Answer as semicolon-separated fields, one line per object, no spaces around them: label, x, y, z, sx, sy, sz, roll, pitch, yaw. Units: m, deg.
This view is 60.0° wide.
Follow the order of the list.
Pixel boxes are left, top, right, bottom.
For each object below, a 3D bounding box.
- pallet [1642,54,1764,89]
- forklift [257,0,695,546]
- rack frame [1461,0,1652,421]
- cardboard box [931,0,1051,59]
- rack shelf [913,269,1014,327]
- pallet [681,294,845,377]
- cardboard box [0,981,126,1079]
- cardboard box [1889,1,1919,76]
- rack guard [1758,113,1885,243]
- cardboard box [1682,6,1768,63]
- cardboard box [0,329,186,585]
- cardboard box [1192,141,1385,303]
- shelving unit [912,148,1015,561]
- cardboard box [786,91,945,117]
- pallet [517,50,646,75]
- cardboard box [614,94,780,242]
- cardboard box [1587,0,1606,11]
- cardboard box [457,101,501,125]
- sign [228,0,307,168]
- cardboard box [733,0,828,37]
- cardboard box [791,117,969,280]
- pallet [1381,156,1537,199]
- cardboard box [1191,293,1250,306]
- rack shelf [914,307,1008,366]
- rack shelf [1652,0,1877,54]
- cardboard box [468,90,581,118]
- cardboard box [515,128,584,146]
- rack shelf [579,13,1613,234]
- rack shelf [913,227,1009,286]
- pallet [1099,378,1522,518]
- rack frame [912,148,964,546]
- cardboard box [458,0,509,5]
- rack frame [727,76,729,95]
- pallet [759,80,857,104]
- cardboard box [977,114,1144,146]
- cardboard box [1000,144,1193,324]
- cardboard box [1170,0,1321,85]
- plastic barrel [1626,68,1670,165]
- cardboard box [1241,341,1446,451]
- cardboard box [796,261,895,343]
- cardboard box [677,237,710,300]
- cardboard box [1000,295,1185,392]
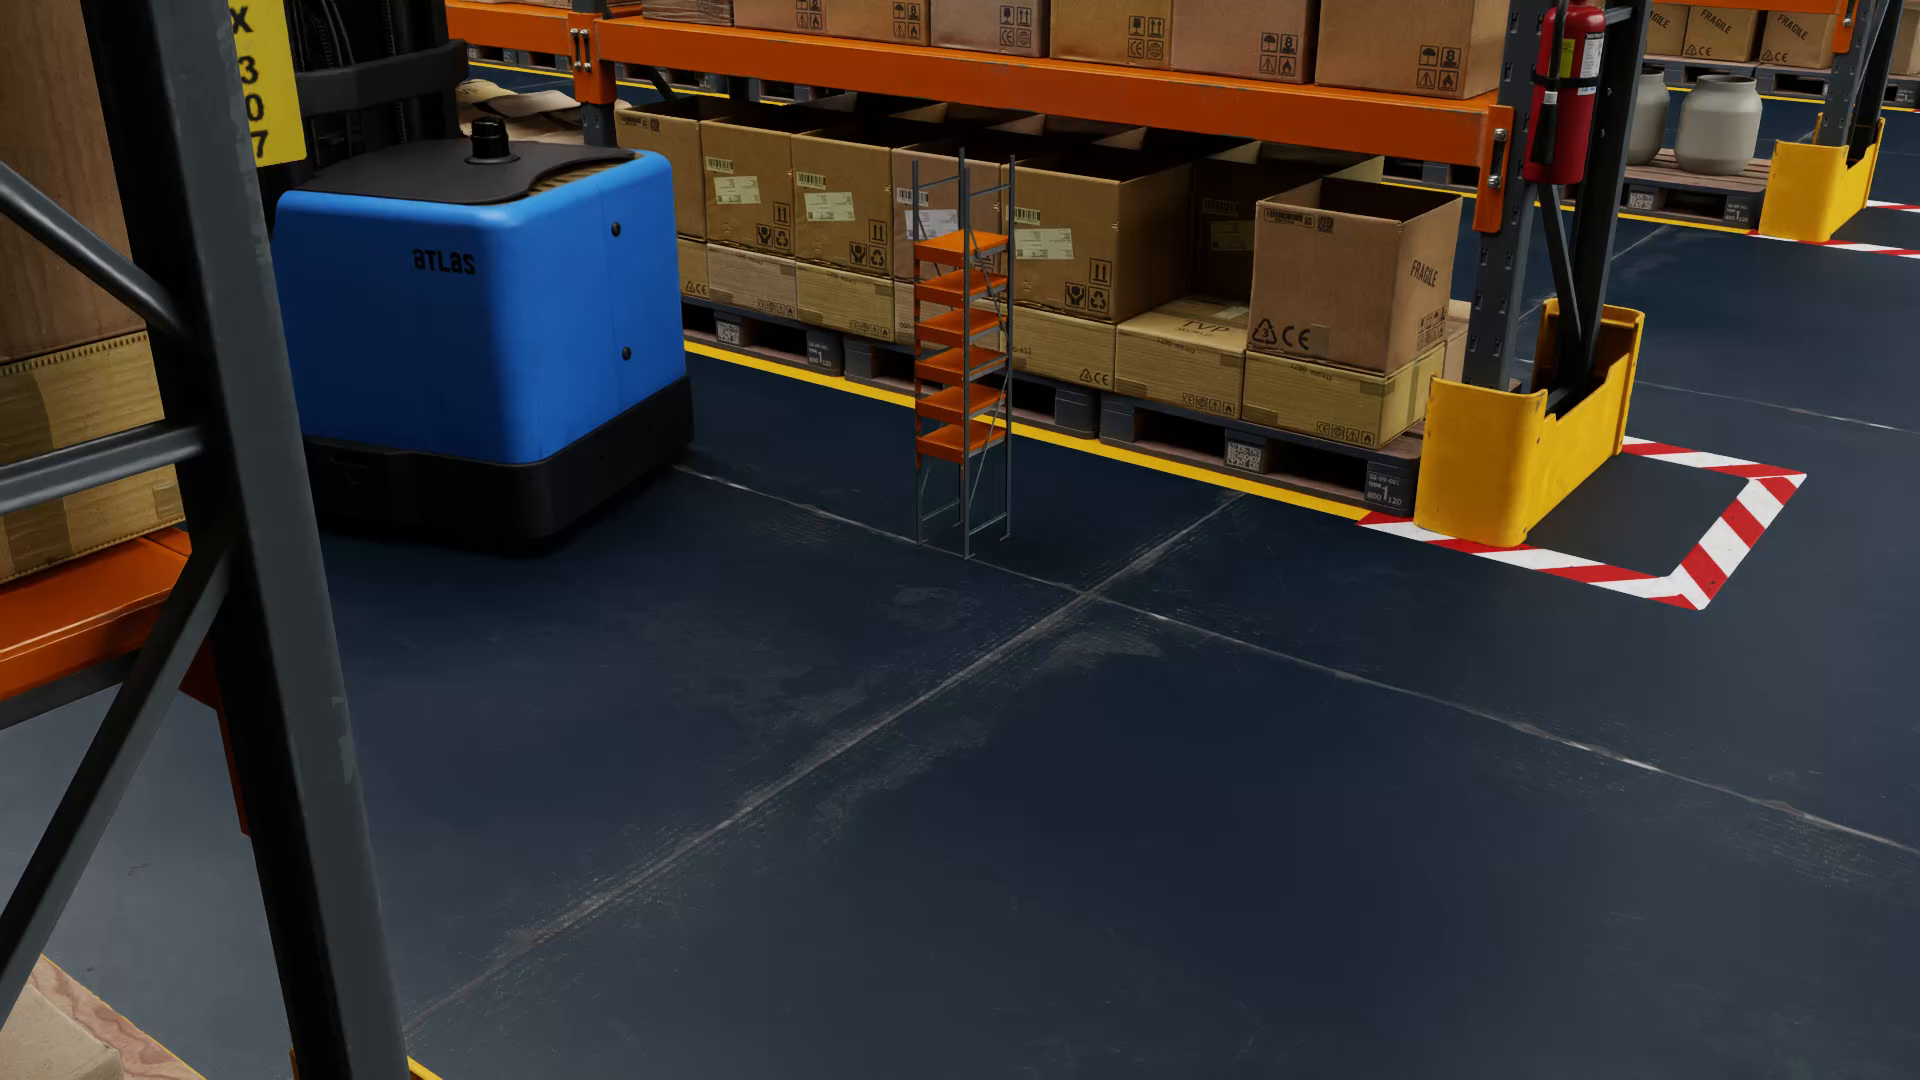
pallet;6.190;-4.013;14.096;1.213;0.211;1.003;17;29;33
forklift;-2.512;-1.675;5.417;3.031;2.935;1.130;8;25;19
rack frame;1.907;-1.572;5.099;0.127;3.000;1.000;17;29;33
cardboard box;0.301;-2.109;6.192;0.500;0.500;0.700;18;29;35
rack shelf;0.012;-0.725;4.921;0.180;0.103;0.258;17;29;33
pallet;-0.682;-1.058;7.389;1.213;0.211;1.003;17;29;33
cardboard box;-1.560;0.859;2.368;0.500;0.311;0.500;13;27;27
cardboard box;7.362;-3.972;13.125;0.500;0.500;0.500;-20;31;-38
rack guard;4.792;-2.029;9.235;0.348;0.500;1.175;17;29;33
cardboard box;6.373;-4.263;13.785;0.500;0.500;0.500;20;31;38
cardboard box;-1.261;-0.134;1.996;0.500;0.250;0.500;16;28;32
cardboard box;1.210;-1.171;6.147;0.500;0.500;0.500;17;29;33
shelving unit;0.012;-0.546;5.000;0.189;1.200;0.258;17;29;33
cardboard box;-0.398;-1.651;7.235;0.500;0.500;0.500;17;29;33
pallet;-3.148;-4.301;14.749;1.213;0.211;1.003;17;29;33
cardboard box;-1.110;-1.604;7.129;0.500;0.500;0.500;17;29;33
cardboard box;5.410;-4.538;14.408;0.500;0.500;0.500;-16;28;-31
cardboard box;-2.607;-1.981;8.220;0.500;0.311;0.500;17;29;33
sign;-0.735;-0.545;1.692;0.005;0.325;0.100;17;29;33
cardboard box;-0.509;-2.355;6.750;0.500;0.500;0.700;16;29;33
cardboard box;-0.310;-1.362;6.580;0.500;0.500;0.500;17;29;33
pallet;3.173;-2.390;10.413;1.213;0.211;1.003;17;29;33
cardboard box;1.209;-0.828;6.297;0.500;0.250;0.500;17;29;33
rack shelf;0.012;-0.615;4.970;0.180;0.103;0.258;17;29;33
rack shelf;3.281;-3.324;9.967;4.000;0.370;1.077;17;29;33
cardboard box;-2.287;-2.158;8.622;0.500;0.311;0.500;16;28;32
cardboard box;-1.789;-1.736;7.663;0.500;0.311;0.500;17;29;33
rack shelf;0.307;-1.727;6.341;4.000;0.370;1.077;17;29;33
rack shelf;0.012;-0.834;4.873;0.180;0.103;0.258;17;29;33
pallet;1.270;-0.468;6.050;1.213;0.211;1.003;17;29;33
rack frame;-0.062;-0.568;5.050;0.006;1.200;0.240;17;29;33
cardboard box;-2.107;-2.632;7.669;0.258;0.266;0.396;16;28;32
rack frame;-1.521;-5.104;13.114;0.127;3.000;1.000;17;29;33
pallet;-0.924;-3.628;13.223;1.213;0.211;1.003;17;29;33
cardboard box;0.413;-1.415;6.700;0.500;0.500;0.500;17;29;33
cardboard box;0.491;-1.120;6.032;0.500;0.500;0.500;17;29;33
cardboard box;1.118;-1.861;5.629;0.500;0.500;0.700;18;29;35
plastic barrel;3.907;-2.479;9.721;0.421;0.512;0.421;0;24;0
cardboard box;1.301;-0.541;5.646;0.500;0.250;0.500;17;29;33
cardboard box;-0.310;-1.019;6.731;0.500;0.250;0.500;17;29;33
cardboard box;-1.104;-1.264;7.287;0.500;0.250;0.500;17;29;33
cardboard box;0.493;-0.778;6.185;0.500;0.250;0.500;17;29;33
